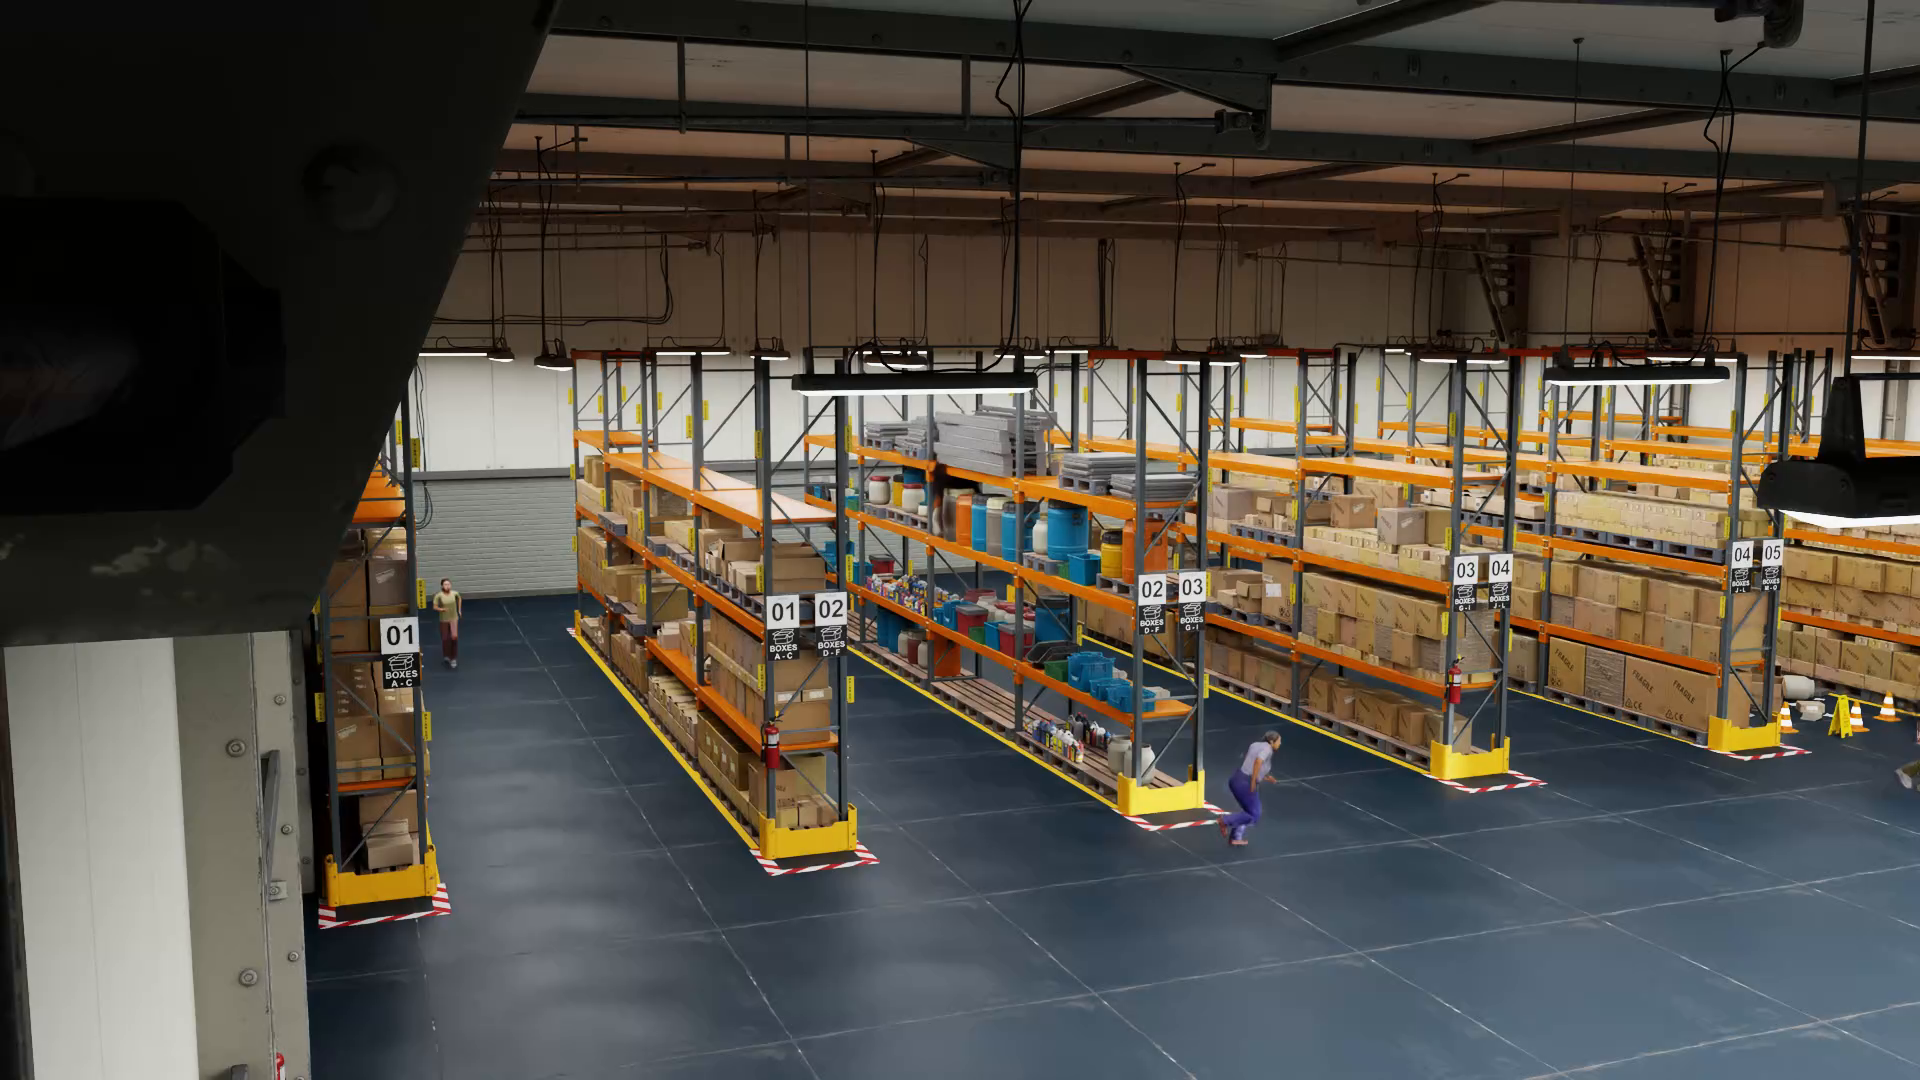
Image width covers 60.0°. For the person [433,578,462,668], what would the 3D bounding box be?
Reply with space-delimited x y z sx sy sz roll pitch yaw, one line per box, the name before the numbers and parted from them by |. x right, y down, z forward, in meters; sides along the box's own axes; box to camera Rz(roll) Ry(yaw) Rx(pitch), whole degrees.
person | -9.760 1.570 31.695 0.527 1.713 0.804 -2 8 -19

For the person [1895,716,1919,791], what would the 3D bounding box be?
person | 13.364 2.624 22.887 0.736 1.744 0.742 6 9 40

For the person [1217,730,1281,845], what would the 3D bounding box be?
person | 3.570 3.079 20.522 0.808 1.462 0.627 -1 7 -9
